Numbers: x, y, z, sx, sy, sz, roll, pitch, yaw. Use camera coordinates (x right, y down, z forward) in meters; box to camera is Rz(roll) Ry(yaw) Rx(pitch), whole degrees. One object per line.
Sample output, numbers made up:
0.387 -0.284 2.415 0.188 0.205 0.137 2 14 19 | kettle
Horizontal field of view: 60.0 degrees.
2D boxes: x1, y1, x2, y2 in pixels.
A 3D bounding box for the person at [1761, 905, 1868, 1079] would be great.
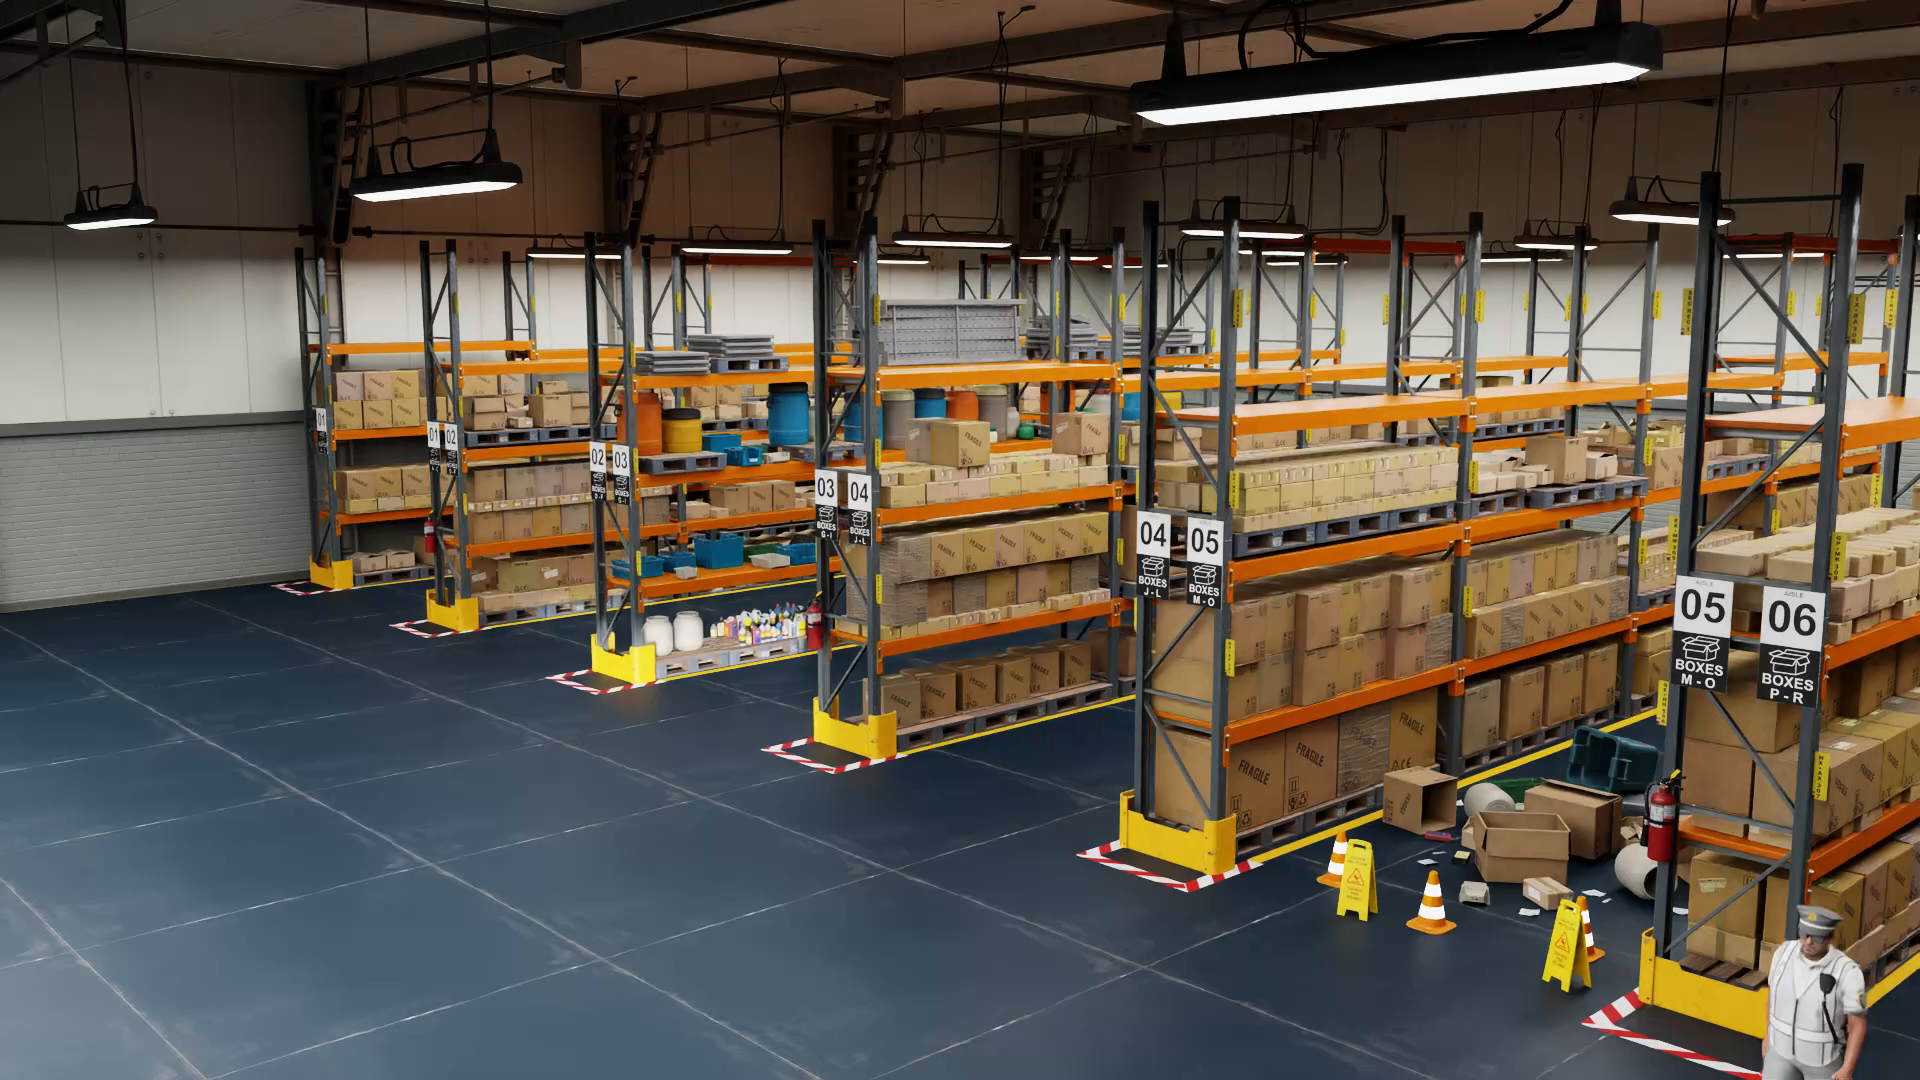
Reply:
4.812 2.946 9.455 0.657 1.795 0.598 -7 11 -39 | person
